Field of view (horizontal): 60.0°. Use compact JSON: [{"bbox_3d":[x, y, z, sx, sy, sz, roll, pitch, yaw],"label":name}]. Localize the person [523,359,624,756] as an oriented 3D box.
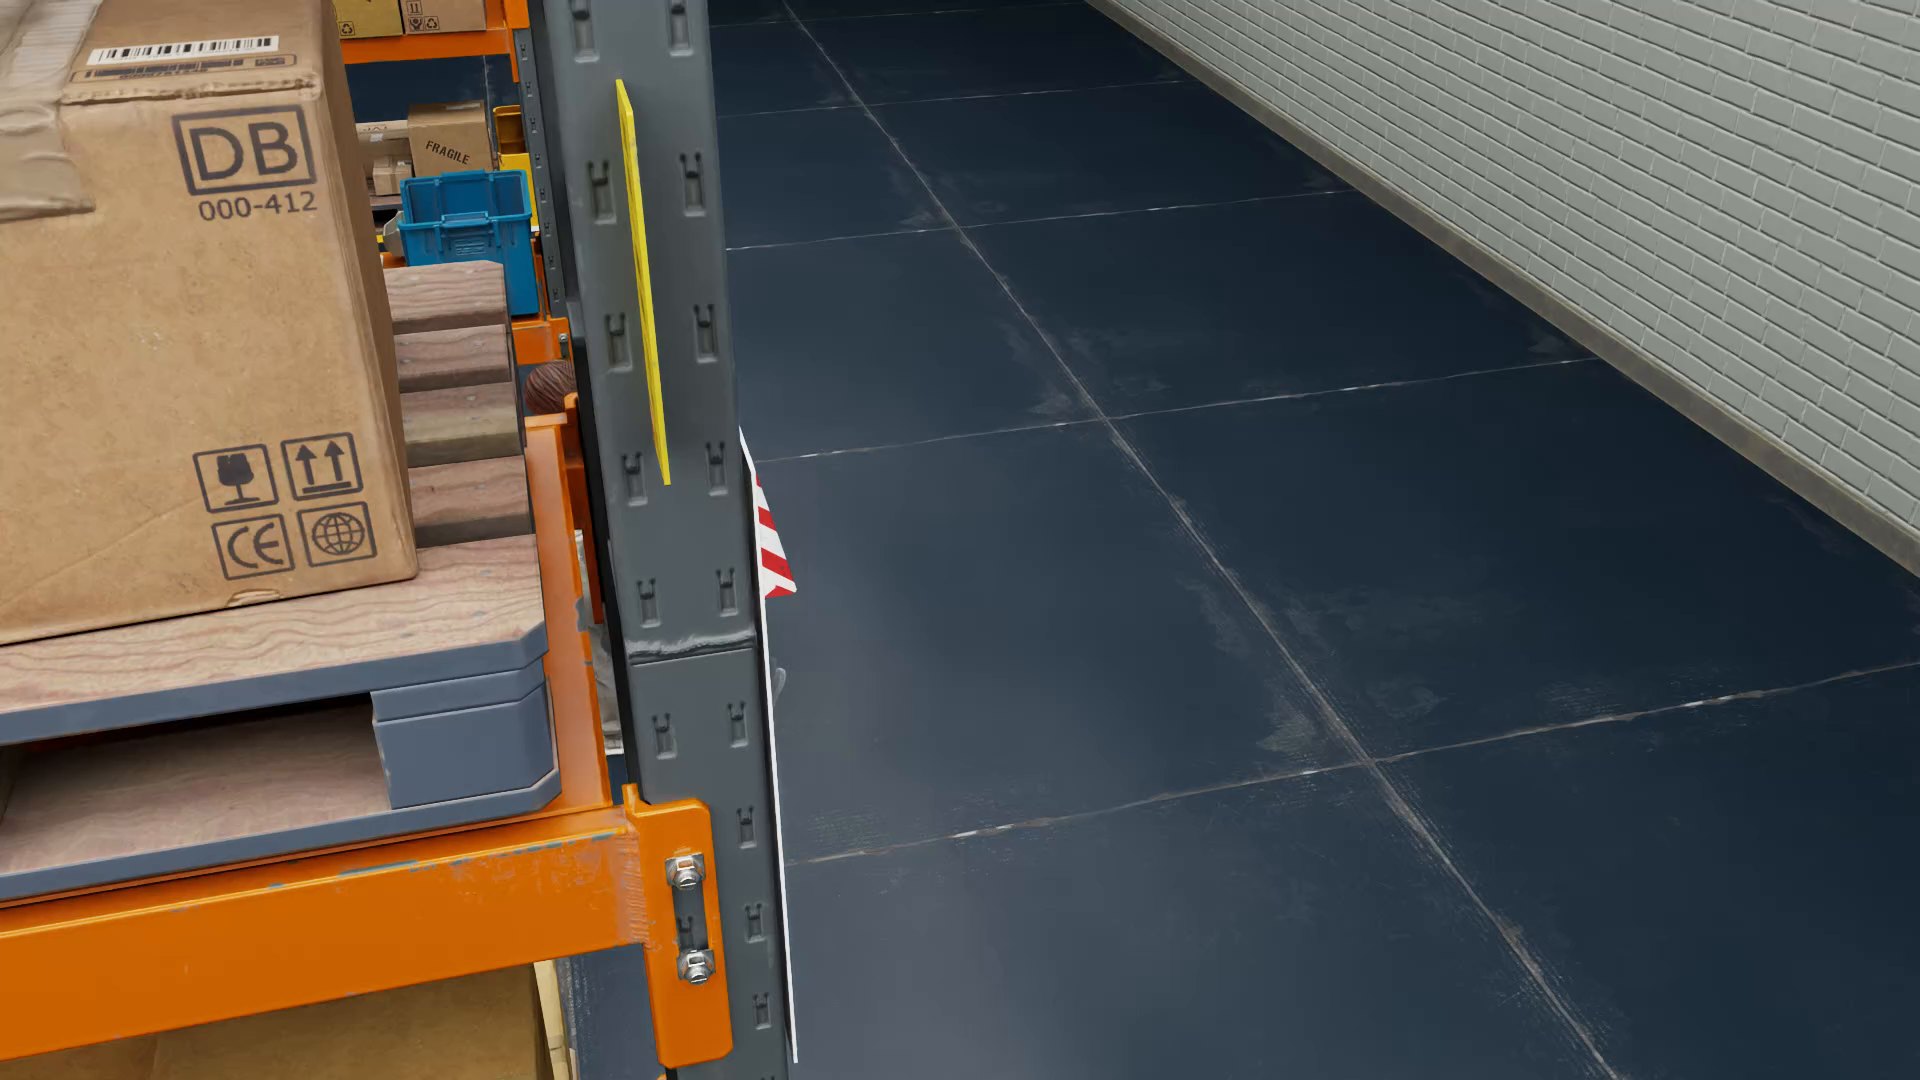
[{"bbox_3d":[-1.339,0.088,6.009,0.307,1.595,0.409,0,31,1],"label":"person"}]
